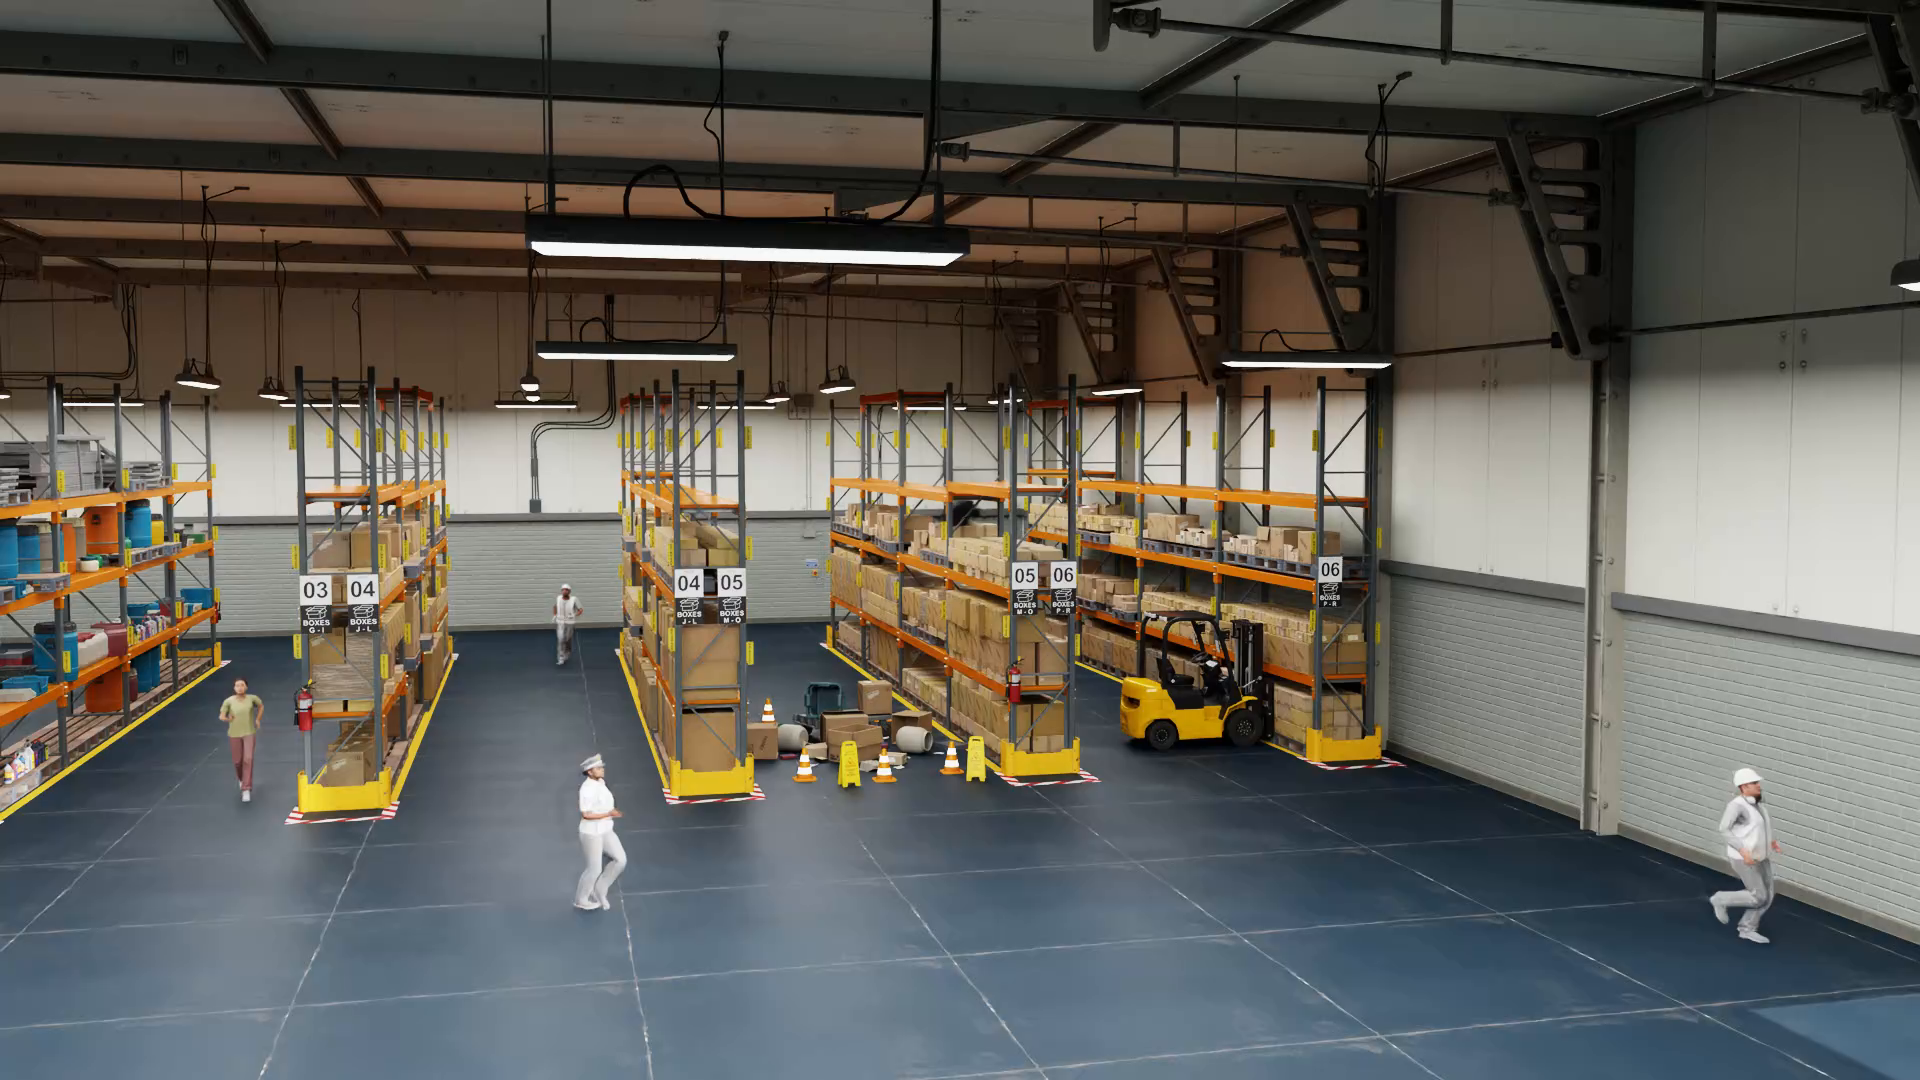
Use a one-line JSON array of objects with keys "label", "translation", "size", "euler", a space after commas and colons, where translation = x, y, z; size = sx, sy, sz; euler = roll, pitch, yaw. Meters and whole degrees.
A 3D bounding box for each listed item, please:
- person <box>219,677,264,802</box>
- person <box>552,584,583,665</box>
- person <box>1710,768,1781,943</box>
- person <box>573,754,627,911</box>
[{"label": "person", "translation": [-10.056, 2.752, 23.280], "size": [0.574, 1.673, 0.951], "euler": [-1, 4, -21]}, {"label": "person", "translation": [-8.762, 1.858, 37.113], "size": [0.675, 1.751, 1.008], "euler": [0, 3, -5]}, {"label": "person", "translation": [7.880, 3.150, 16.671], "size": [0.659, 1.729, 0.586], "euler": [-3, 4, -38]}, {"label": "person", "translation": [-3.804, 3.112, 17.639], "size": [0.633, 1.706, 0.557], "euler": [1, 4, 17]}]
